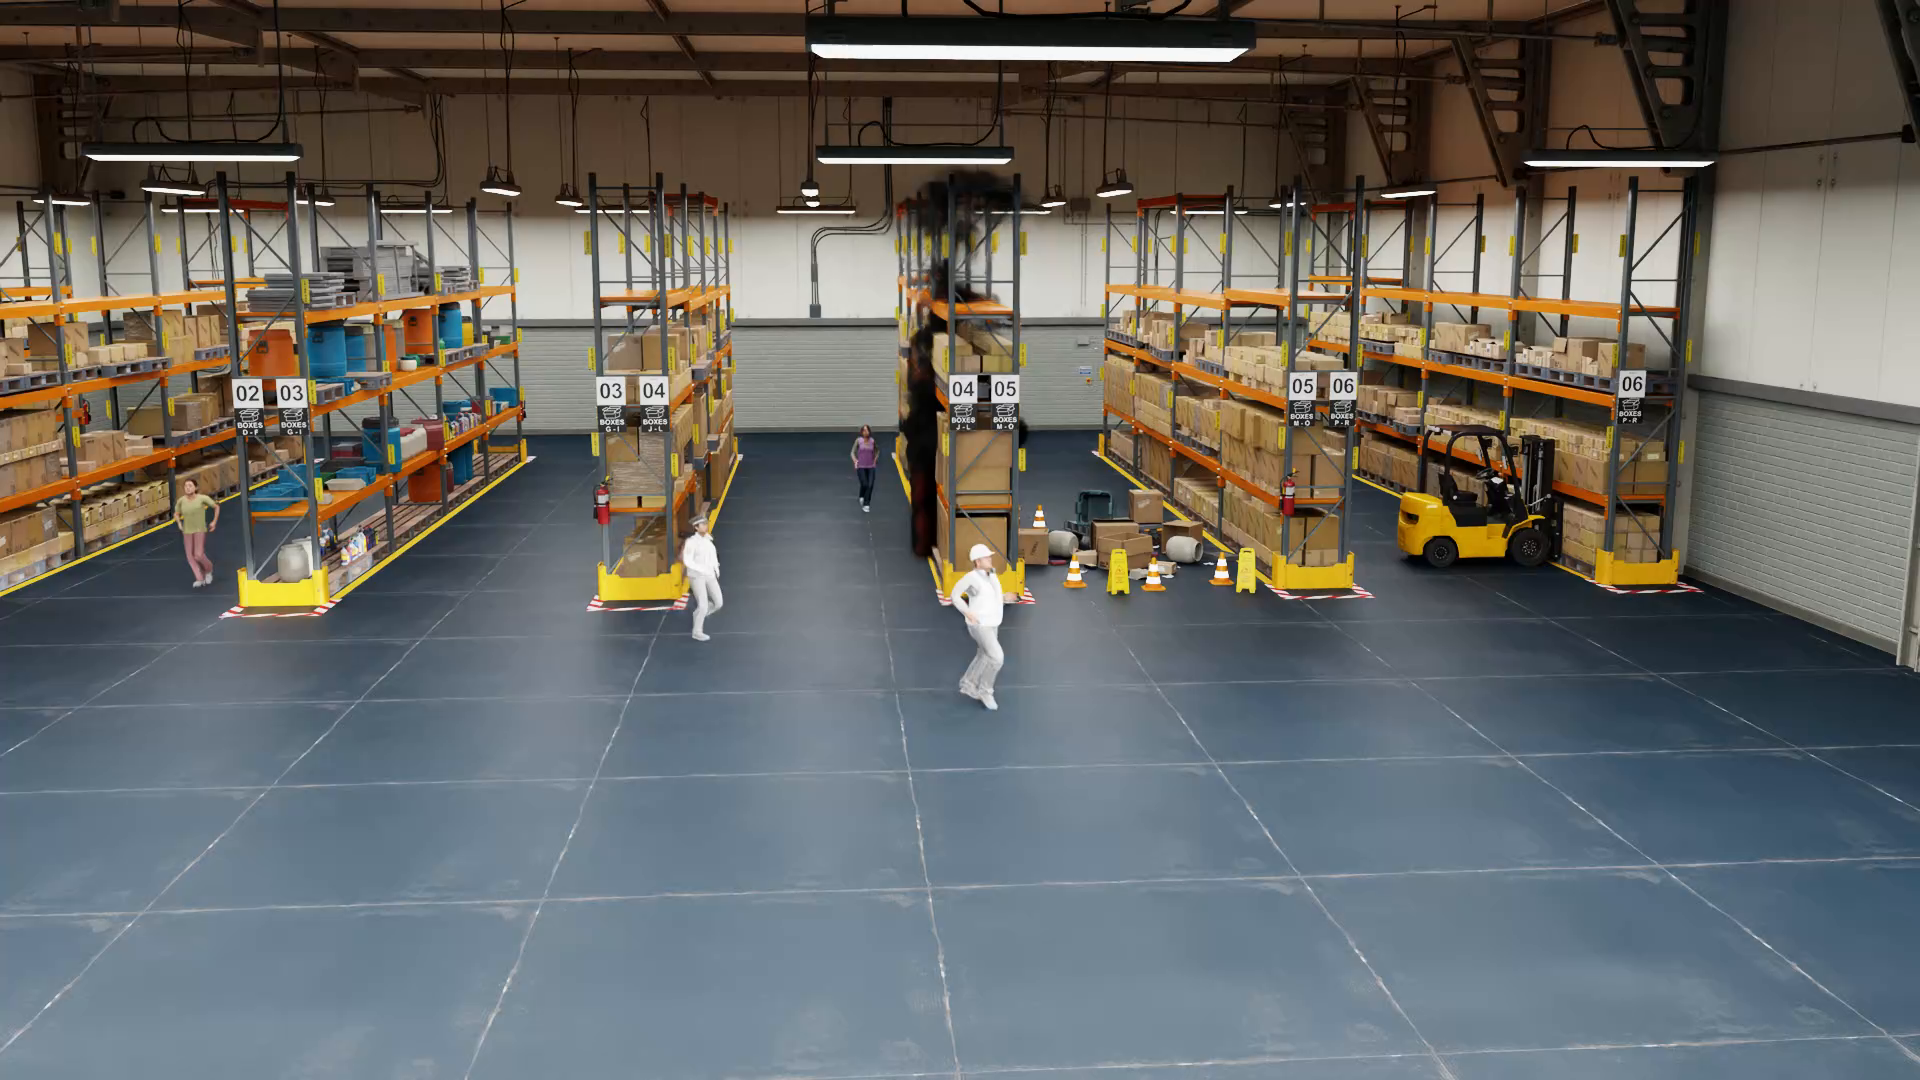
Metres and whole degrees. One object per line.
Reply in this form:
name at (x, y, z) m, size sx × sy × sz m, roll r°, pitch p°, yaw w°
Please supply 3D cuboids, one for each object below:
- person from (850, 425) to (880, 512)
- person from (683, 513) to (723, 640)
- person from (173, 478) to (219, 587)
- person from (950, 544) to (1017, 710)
person at (-1.687, -1.294, 29.927) m, size 0.537 × 1.556 × 0.451 m, roll -2°, pitch 10°, yaw -12°
person at (-3.260, 0.465, 21.281) m, size 0.546 × 1.649 × 0.663 m, roll 7°, pitch 12°, yaw 33°
person at (-11.290, -0.103, 24.558) m, size 0.606 × 1.630 × 0.544 m, roll -1°, pitch 10°, yaw -6°
person at (0.278, 0.953, 18.261) m, size 0.710 × 1.820 × 0.636 m, roll 6°, pitch 11°, yaw 29°
